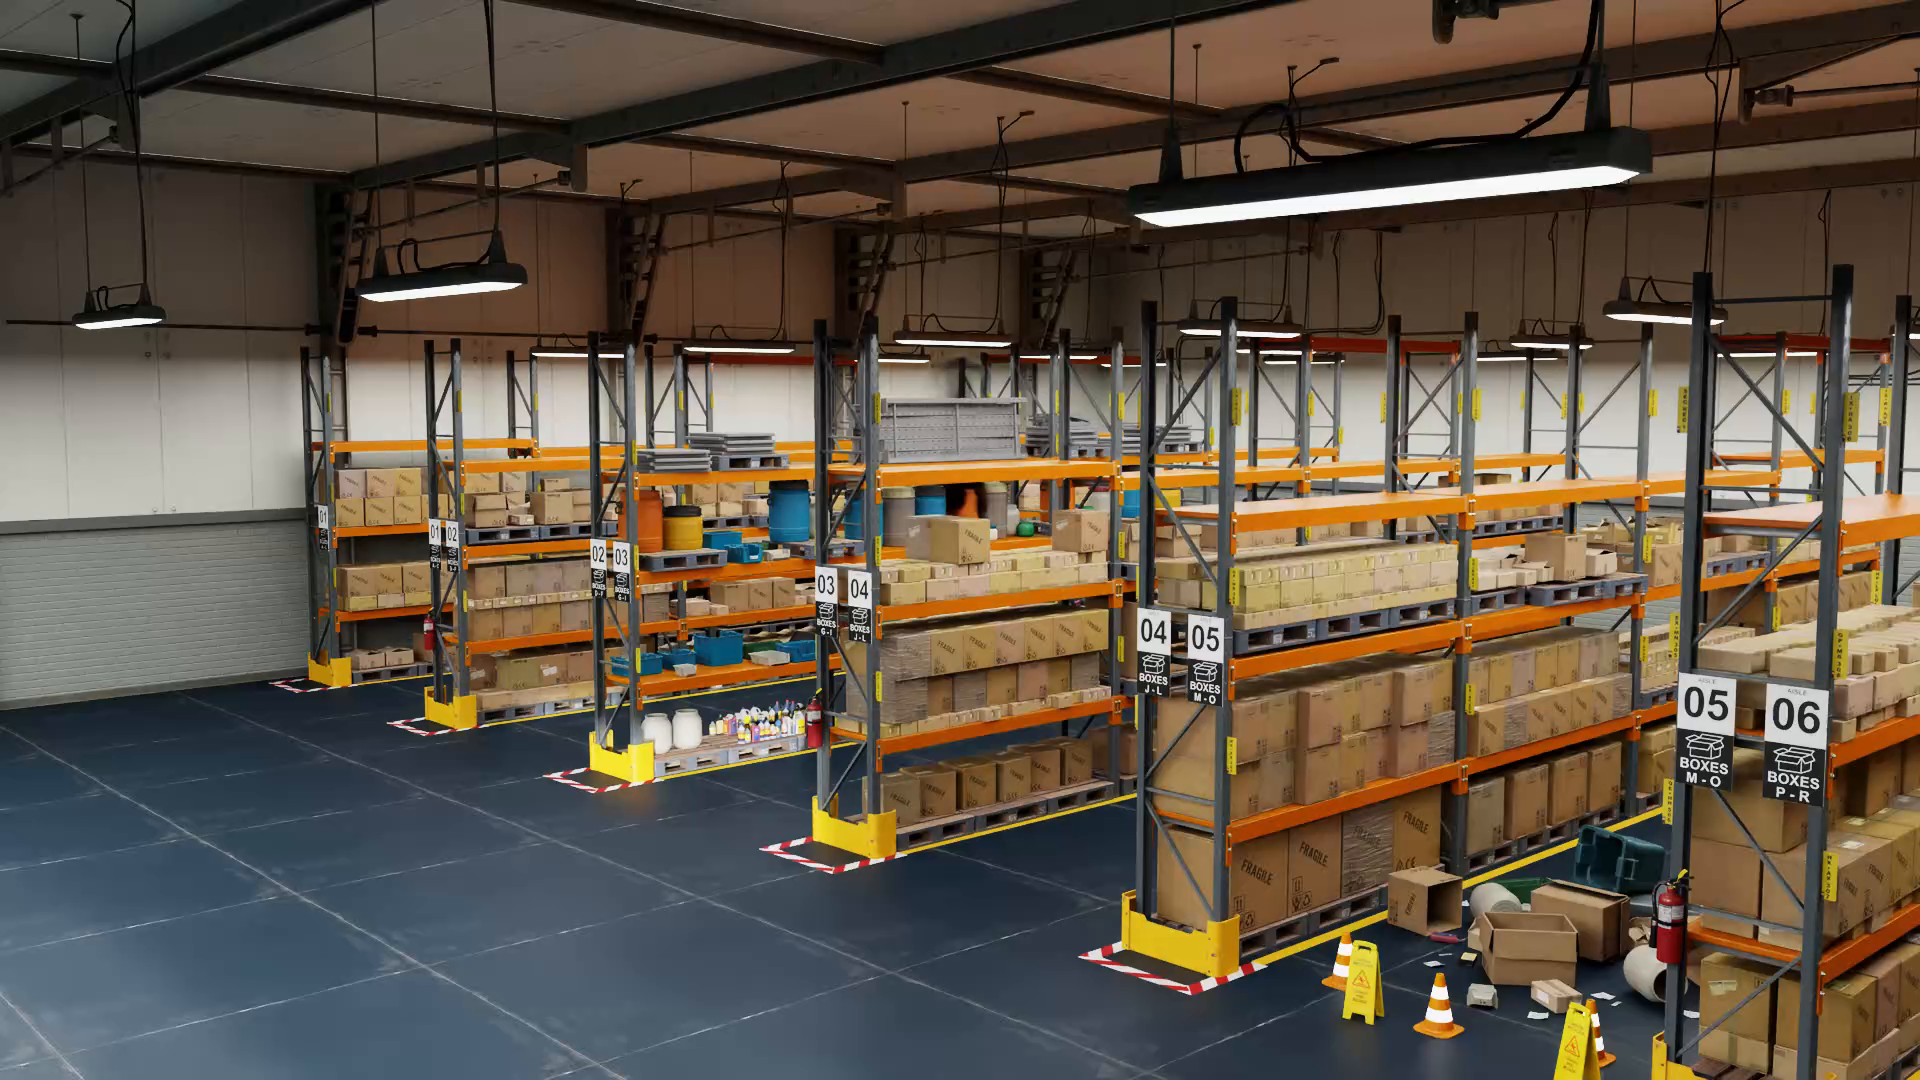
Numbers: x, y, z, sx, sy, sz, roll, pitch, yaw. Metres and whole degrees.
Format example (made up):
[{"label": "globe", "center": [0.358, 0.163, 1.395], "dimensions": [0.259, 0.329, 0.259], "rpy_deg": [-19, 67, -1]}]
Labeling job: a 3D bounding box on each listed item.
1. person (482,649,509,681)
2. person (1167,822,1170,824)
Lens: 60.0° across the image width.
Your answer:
[{"label": "person", "center": [-7.782, 1.935, 28.445], "dimensions": [0.964, 1.512, 0.626], "rpy_deg": [-4, 6, -39]}, {"label": "person", "center": [2.652, 2.693, 19.020], "dimensions": [0.599, 1.668, 0.901], "rpy_deg": [4, 6, 39]}]
